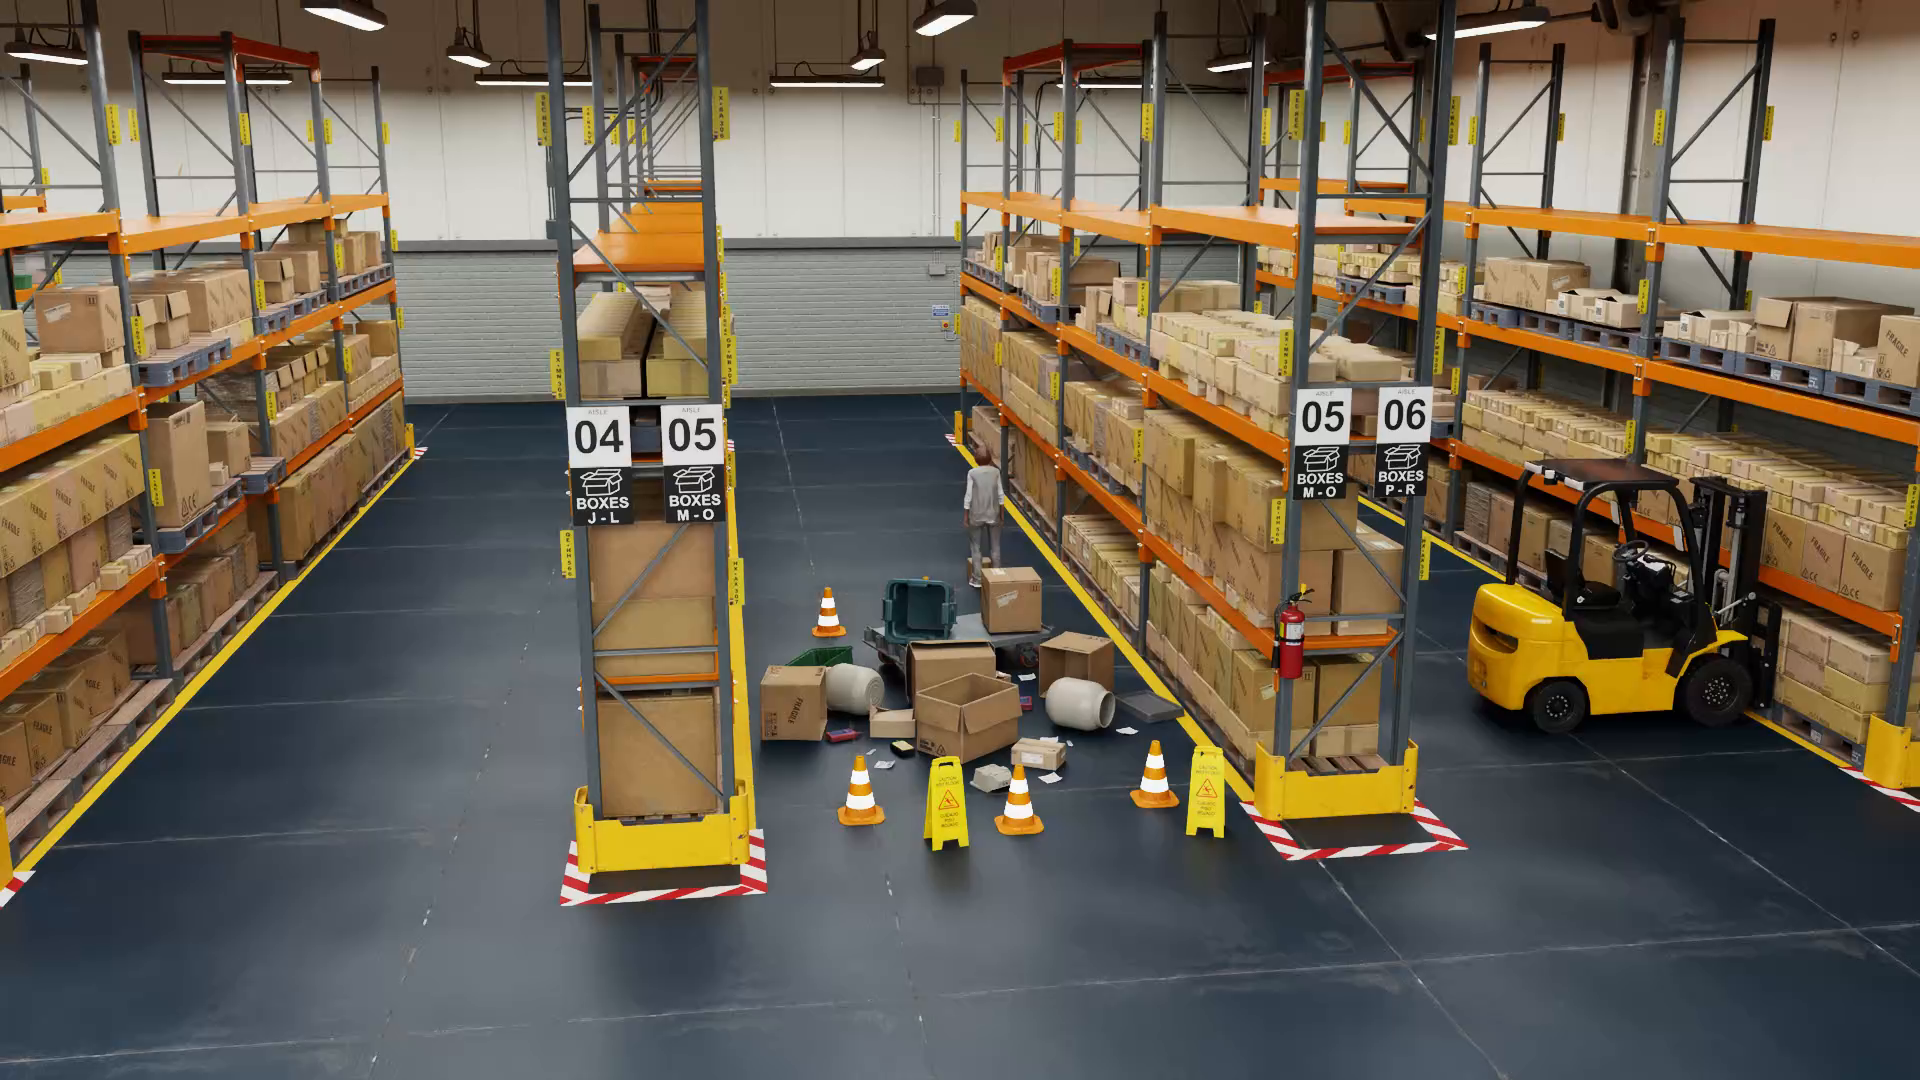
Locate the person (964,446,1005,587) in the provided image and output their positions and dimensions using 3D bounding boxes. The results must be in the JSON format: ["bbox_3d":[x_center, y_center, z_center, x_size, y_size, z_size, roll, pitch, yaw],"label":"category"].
[{"bbox_3d":[0.271,-0.245,18.564,0.461,1.582,0.365,-2,14,-8],"label":"person"}]
